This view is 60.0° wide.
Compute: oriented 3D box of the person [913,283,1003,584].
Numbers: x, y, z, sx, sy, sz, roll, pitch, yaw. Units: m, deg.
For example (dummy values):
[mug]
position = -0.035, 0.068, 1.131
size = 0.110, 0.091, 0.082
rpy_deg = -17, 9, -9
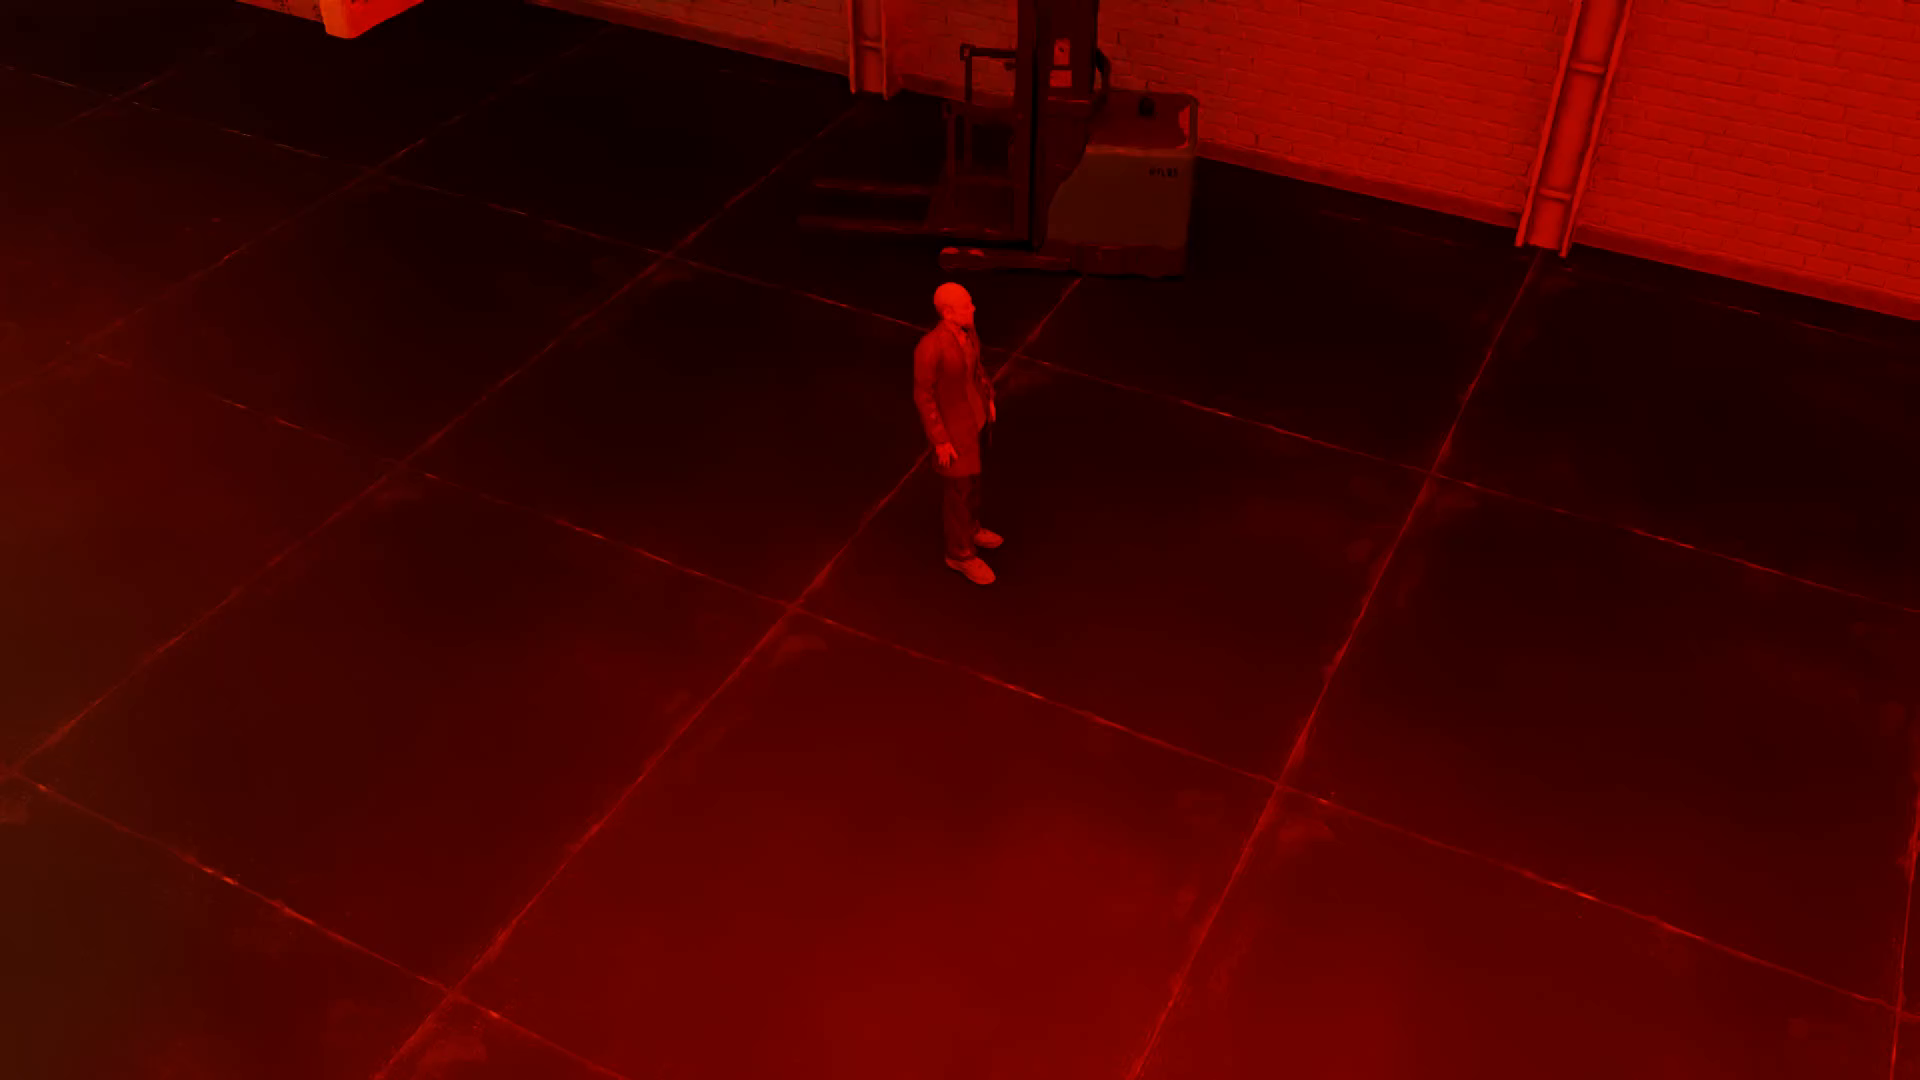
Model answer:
[person]
position = 0.077, -0.653, 9.646
size = 0.580, 1.776, 0.684
rpy_deg = 18, 43, 21

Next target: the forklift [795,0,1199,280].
[forklift]
position = 0.265, -3.506, 12.150
size = 3.031, 2.935, 1.130
rpy_deg = 5, 40, 6
